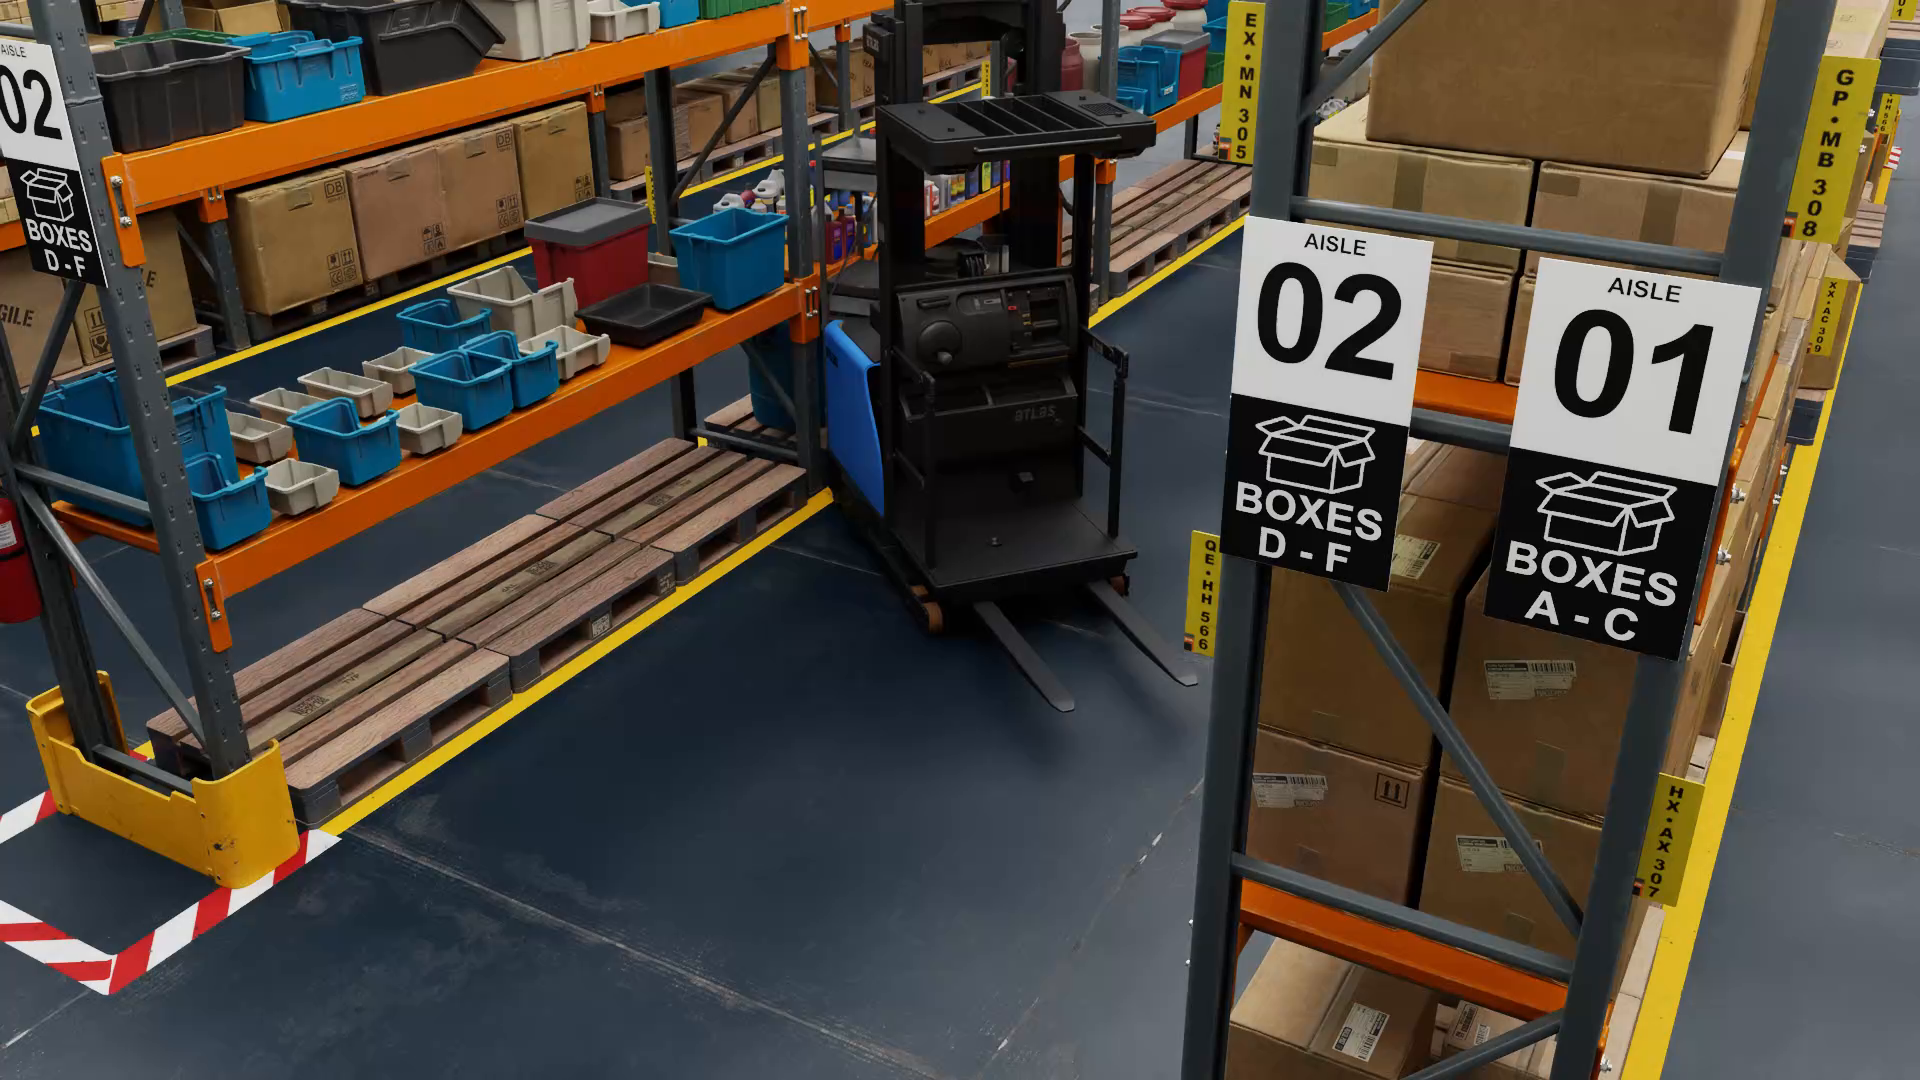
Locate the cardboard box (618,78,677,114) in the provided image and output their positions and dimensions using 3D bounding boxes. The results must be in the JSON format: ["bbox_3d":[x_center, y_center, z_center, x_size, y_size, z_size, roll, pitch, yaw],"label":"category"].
[{"bbox_3d":[-3.065,-4.269,15.890,0.500,0.250,0.500,18,32,32],"label":"cardboard box"}]

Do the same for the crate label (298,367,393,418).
[{"bbox_3d":[-2.730,-0.660,7.444,0.396,0.136,0.243,14,30,26],"label":"crate label"}]

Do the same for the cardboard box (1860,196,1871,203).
[{"bbox_3d":[6.770,-2.538,12.945,0.500,0.311,0.500,15,30,28],"label":"cardboard box"}]

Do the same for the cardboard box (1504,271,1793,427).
[{"bbox_3d":[1.540,-0.496,3.706,0.500,0.250,0.500,14,30,26],"label":"cardboard box"}]

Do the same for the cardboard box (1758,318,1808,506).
[{"bbox_3d":[2.513,-0.477,5.624,0.500,0.500,0.500,14,30,27],"label":"cardboard box"}]

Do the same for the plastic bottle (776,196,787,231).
[{"bbox_3d":[-1.067,-1.986,10.089,0.097,0.201,0.097,0,27,0],"label":"plastic bottle"}]

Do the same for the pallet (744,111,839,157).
[{"bbox_3d":[-2.035,-4.386,17.776,1.003,0.211,1.213,14,30,26],"label":"pallet"}]

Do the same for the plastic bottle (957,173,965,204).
[{"bbox_3d":[-0.019,-2.296,10.629,0.097,0.271,0.097,0,27,0],"label":"plastic bottle"}]

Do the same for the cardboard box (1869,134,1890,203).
[{"bbox_3d":[7.470,-3.159,13.975,0.500,0.500,0.500,14,30,26],"label":"cardboard box"}]

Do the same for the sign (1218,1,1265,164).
[{"bbox_3d":[0.593,-0.944,3.446,0.100,0.325,0.005,14,30,26],"label":"sign"}]

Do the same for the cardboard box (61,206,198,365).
[{"bbox_3d":[-5.983,-1.817,11.433,0.875,0.875,0.875,14,30,26],"label":"cardboard box"}]

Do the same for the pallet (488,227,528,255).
[{"bbox_3d":[-4.074,-2.840,14.688,1.003,0.211,1.213,14,30,26],"label":"pallet"}]

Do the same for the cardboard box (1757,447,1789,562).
[{"bbox_3d":[3.989,-0.253,8.706,0.500,0.500,0.500,15,30,27],"label":"cardboard box"}]

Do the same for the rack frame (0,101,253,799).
[{"bbox_3d":[-3.244,-0.169,6.237,1.000,3.000,0.127,14,30,26],"label":"rack frame"}]

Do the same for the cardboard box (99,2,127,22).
[{"bbox_3d":[-8.108,-4.998,15.696,0.380,0.149,0.250,14,30,25],"label":"cardboard box"}]

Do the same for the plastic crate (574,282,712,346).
[{"bbox_3d":[-1.593,-1.137,8.410,0.437,0.125,0.590,14,30,26],"label":"plastic crate"}]

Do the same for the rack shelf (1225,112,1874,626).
[{"bbox_3d":[2.050,-0.876,5.102,1.077,0.370,4.000,14,30,26],"label":"rack shelf"}]

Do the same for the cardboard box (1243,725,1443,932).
[{"bbox_3d":[1.050,0.644,4.501,0.500,0.500,0.500,15,30,28],"label":"cardboard box"}]

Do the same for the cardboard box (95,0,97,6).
[{"bbox_3d":[-8.241,-5.024,15.414,0.380,0.149,0.250,14,30,26],"label":"cardboard box"}]

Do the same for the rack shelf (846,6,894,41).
[{"bbox_3d":[-0.669,-6.394,19.477,1.077,0.370,4.000,14,30,26],"label":"rack shelf"}]

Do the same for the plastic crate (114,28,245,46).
[{"bbox_3d":[-3.008,-1.863,6.507,0.450,0.188,0.336,14,30,26],"label":"plastic crate"}]

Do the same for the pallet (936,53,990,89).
[{"bbox_3d":[-0.153,-5.910,20.821,1.003,0.211,1.213,14,30,26],"label":"pallet"}]

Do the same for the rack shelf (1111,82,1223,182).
[{"bbox_3d":[1.675,-3.745,14.184,1.077,0.370,4.000,14,30,26],"label":"rack shelf"}]

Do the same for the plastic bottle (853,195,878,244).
[{"bbox_3d":[-0.537,-1.912,9.857,0.152,0.276,0.135,14,30,26],"label":"plastic bottle"}]

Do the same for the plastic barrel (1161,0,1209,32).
[{"bbox_3d":[1.997,-4.582,14.901,0.433,0.535,0.433,0,27,0],"label":"plastic barrel"}]

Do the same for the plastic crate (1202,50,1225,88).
[{"bbox_3d":[2.048,-4.010,14.147,0.450,0.188,0.662,14,30,26],"label":"plastic crate"}]

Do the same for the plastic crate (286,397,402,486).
[{"bbox_3d":[-2.512,-0.402,6.821,0.416,0.233,0.300,14,30,26],"label":"plastic crate"}]

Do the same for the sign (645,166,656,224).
[{"bbox_3d":[-1.755,-1.974,9.533,0.100,0.325,0.005,14,30,26],"label":"sign"}]

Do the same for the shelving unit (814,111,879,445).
[{"bbox_3d":[-0.496,-1.321,9.490,0.431,2.100,0.503,10,29,20],"label":"shelving unit"}]

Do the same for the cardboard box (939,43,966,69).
[{"bbox_3d":[-0.271,-6.085,20.379,0.500,0.500,0.500,24,35,39],"label":"cardboard box"}]

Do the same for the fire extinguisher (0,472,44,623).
[{"bbox_3d":[-3.714,-0.009,6.421,0.296,0.674,0.183,14,30,26],"label":"fire extinguisher"}]

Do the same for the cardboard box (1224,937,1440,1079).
[{"bbox_3d":[1.119,1.578,5.048,0.500,0.500,0.500,14,30,26],"label":"cardboard box"}]

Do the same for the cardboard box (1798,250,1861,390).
[{"bbox_3d":[3.462,-1.004,7.324,0.700,0.500,0.500,4,27,9],"label":"cardboard box"}]

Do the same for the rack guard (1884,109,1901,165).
[{"bbox_3d":[8.949,-4.204,17.090,1.175,0.500,0.348,14,30,26],"label":"rack guard"}]

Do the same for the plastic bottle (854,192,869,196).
[{"bbox_3d":[-0.638,-2.357,10.751,0.097,0.271,0.097,0,27,0],"label":"plastic bottle"}]

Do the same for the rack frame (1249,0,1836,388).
[{"bbox_3d":[1.066,-1.760,2.713,1.000,3.000,0.127,14,30,26],"label":"rack frame"}]

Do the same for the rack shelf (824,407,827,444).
[{"bbox_3d":[-0.495,-0.683,9.811,0.431,0.518,0.480,10,29,20],"label":"rack shelf"}]

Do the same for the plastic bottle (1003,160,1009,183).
[{"bbox_3d":[0.301,-2.538,11.099,0.061,0.283,0.133,14,30,26],"label":"plastic bottle"}]

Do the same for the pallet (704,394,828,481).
[{"bbox_3d":[-0.861,-0.773,10.558,1.003,0.211,1.213,14,30,26],"label":"pallet"}]

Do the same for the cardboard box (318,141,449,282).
[{"bbox_3d":[-4.852,-2.659,13.115,1.225,0.875,0.875,13,29,24],"label":"cardboard box"}]

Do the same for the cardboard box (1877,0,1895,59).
[{"bbox_3d":[3.031,-1.885,5.922,0.500,0.250,0.500,14,30,26],"label":"cardboard box"}]

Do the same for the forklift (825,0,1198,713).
[{"bbox_3d":[0.223,-1.047,8.068,1.130,2.935,3.031,-10,28,-18],"label":"forklift"}]

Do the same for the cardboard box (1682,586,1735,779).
[{"bbox_3d":[2.013,0.366,5.056,0.500,0.500,0.500,14,30,26],"label":"cardboard box"}]

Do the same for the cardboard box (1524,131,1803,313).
[{"bbox_3d":[1.546,-0.718,3.591,0.500,0.250,0.500,14,30,26],"label":"cardboard box"}]

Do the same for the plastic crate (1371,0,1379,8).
[{"bbox_3d":[4.317,-5.826,17.703,0.499,0.251,0.408,14,30,26],"label":"plastic crate"}]

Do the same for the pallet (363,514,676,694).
[{"bbox_3d":[-2.204,0.291,8.433,1.003,0.211,1.213,14,30,26],"label":"pallet"}]

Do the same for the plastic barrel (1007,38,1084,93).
[{"bbox_3d":[0.656,-3.596,12.930,0.600,0.536,0.708,14,30,26],"label":"plastic barrel"}]

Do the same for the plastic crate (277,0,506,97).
[{"bbox_3d":[-2.253,-2.018,6.648,0.504,0.338,0.767,14,30,26],"label":"plastic crate"}]

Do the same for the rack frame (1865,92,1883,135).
[{"bbox_3d":[5.002,-2.195,10.284,1.000,3.000,0.127,14,30,26],"label":"rack frame"}]

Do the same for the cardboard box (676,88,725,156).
[{"bbox_3d":[-2.774,-4.164,16.518,0.700,0.500,0.500,17,31,30],"label":"cardboard box"}]

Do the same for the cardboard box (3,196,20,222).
[{"bbox_3d":[-5.959,-2.114,10.404,0.380,0.149,0.250,15,30,27],"label":"cardboard box"}]

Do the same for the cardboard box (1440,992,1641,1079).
[{"bbox_3d":[1.827,1.611,5.260,0.500,0.250,0.500,14,30,26],"label":"cardboard box"}]

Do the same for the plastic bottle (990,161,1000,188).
[{"bbox_3d":[0.187,-2.515,10.979,0.144,0.351,0.185,14,30,26],"label":"plastic bottle"}]

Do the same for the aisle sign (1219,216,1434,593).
[{"bbox_3d":[0.766,-0.280,3.555,0.394,0.787,0.004,14,30,26],"label":"aisle sign"}]

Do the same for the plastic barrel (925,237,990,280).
[{"bbox_3d":[-0.090,-1.762,11.644,0.600,0.588,0.708,14,30,26],"label":"plastic barrel"}]

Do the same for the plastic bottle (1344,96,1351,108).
[{"bbox_3d":[4.063,-4.525,17.482,0.061,0.283,0.133,15,30,27],"label":"plastic bottle"}]
